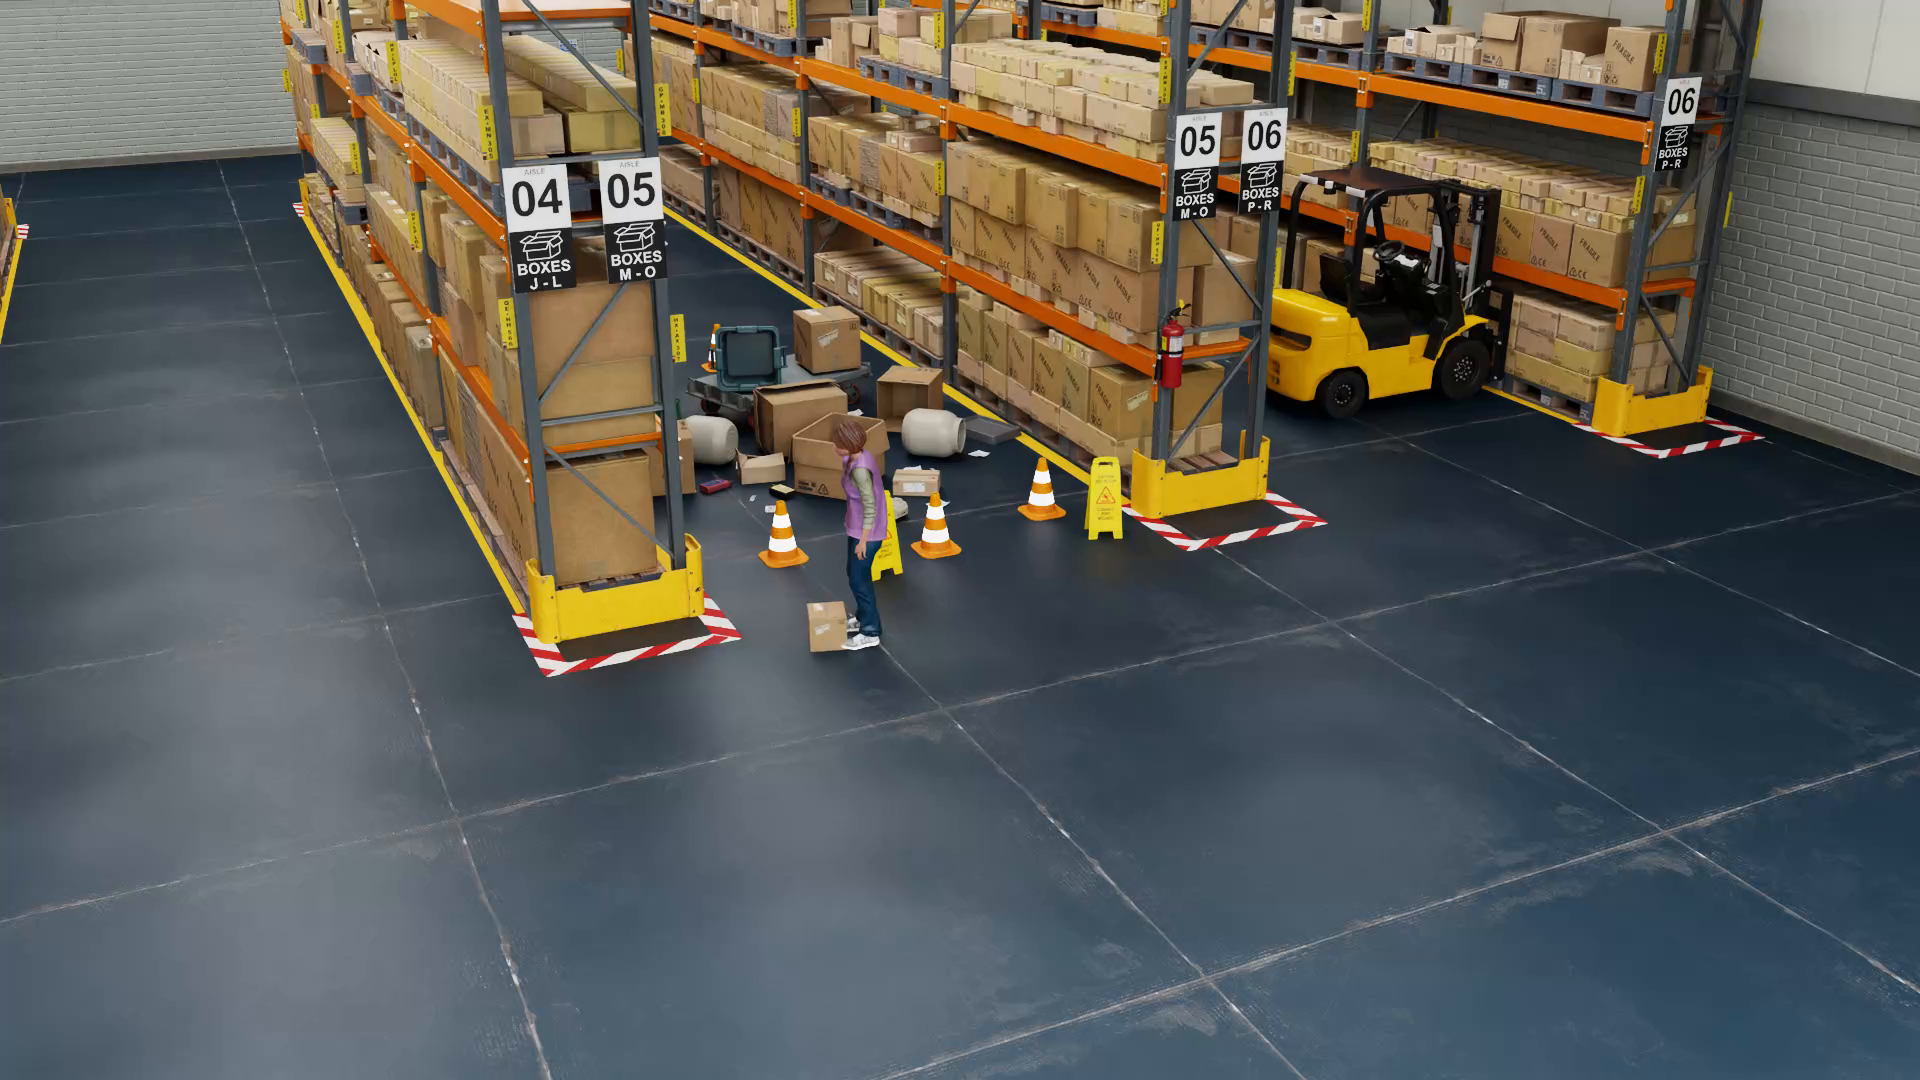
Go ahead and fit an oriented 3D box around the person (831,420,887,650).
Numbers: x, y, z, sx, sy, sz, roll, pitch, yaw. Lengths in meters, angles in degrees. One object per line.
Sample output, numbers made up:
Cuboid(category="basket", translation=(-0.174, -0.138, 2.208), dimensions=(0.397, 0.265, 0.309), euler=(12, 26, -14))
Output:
Cuboid(category="person", translation=(-0.672, -0.047, 11.109), dimensions=(0.350, 1.593, 0.470), euler=(-3, 23, -8))
